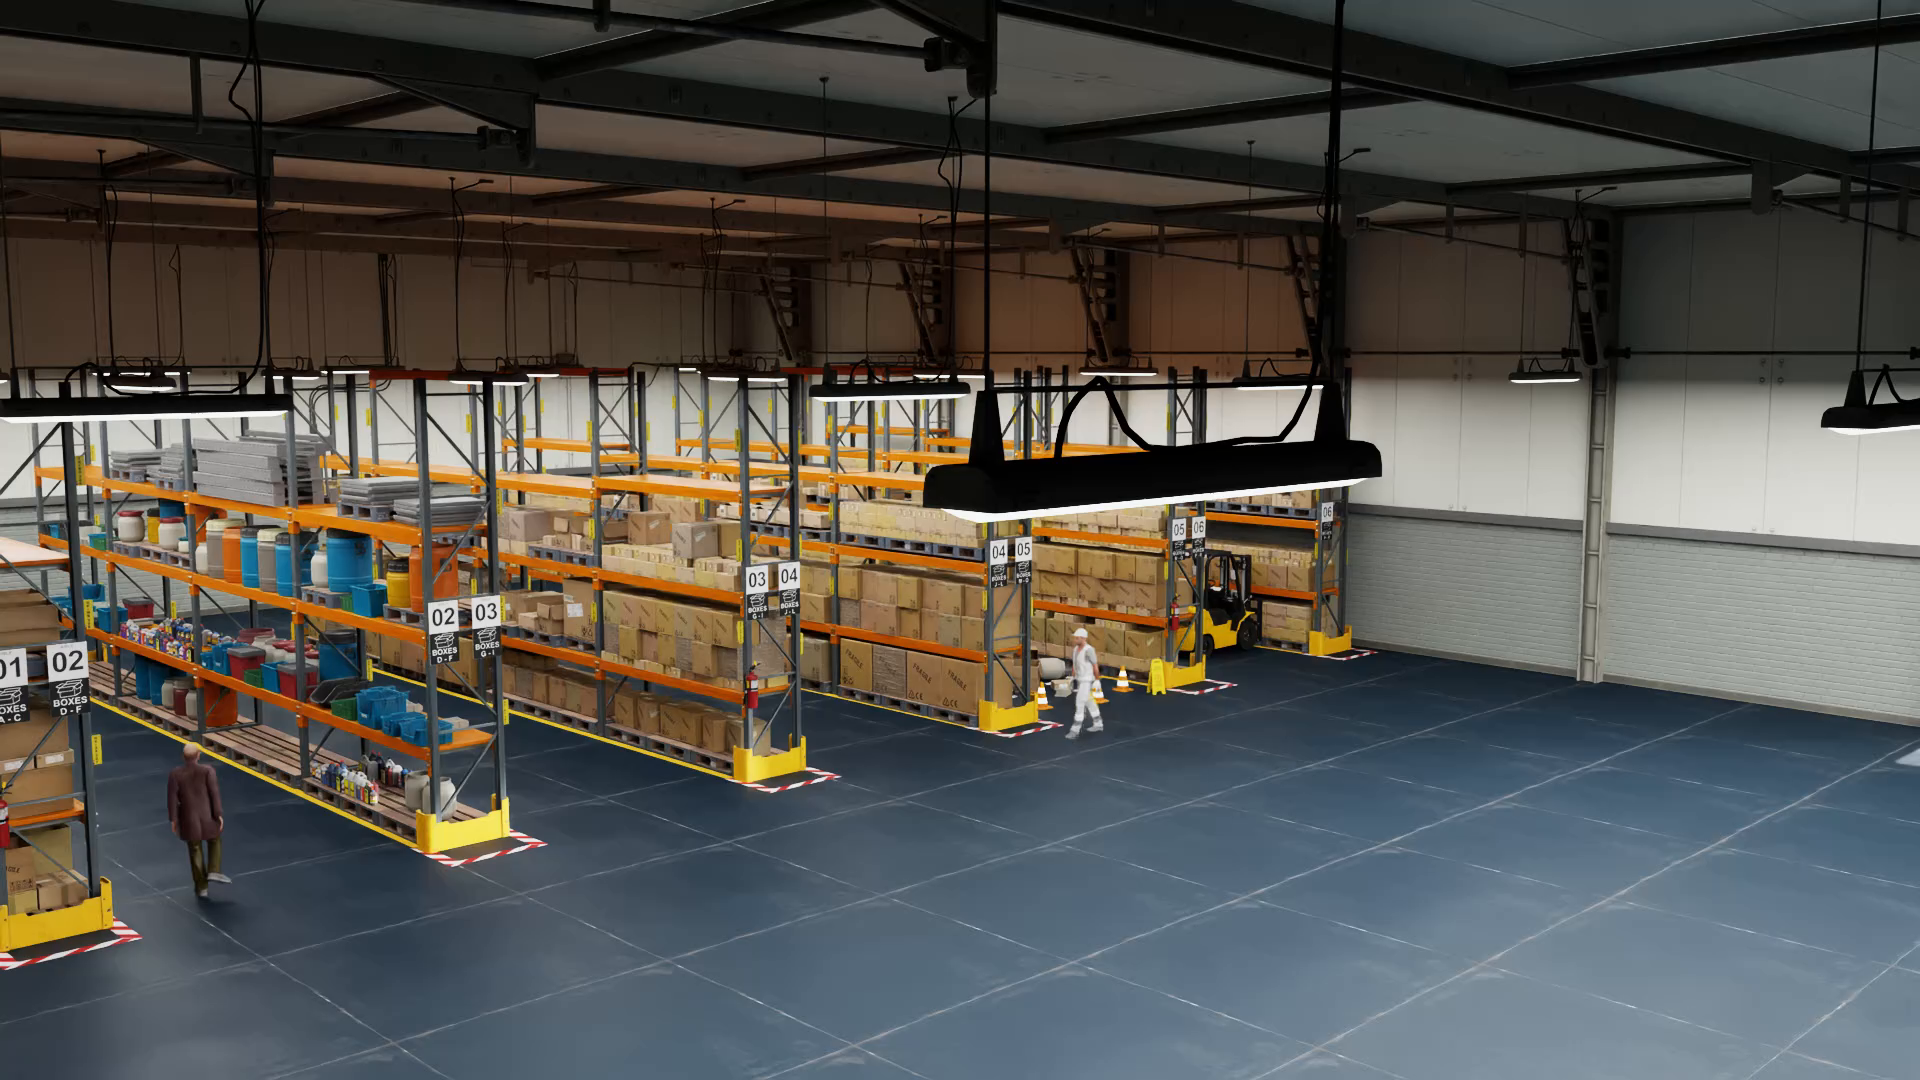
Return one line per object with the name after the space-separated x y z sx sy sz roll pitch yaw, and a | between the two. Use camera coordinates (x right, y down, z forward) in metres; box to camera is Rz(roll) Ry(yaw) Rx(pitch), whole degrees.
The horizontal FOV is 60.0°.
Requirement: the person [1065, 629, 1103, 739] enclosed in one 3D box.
2.018 2.343 27.520 0.822 1.765 0.566 -3 7 -22 | person

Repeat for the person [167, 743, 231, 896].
-8.891 3.256 19.409 0.618 1.768 0.554 -3 7 -28 | person
